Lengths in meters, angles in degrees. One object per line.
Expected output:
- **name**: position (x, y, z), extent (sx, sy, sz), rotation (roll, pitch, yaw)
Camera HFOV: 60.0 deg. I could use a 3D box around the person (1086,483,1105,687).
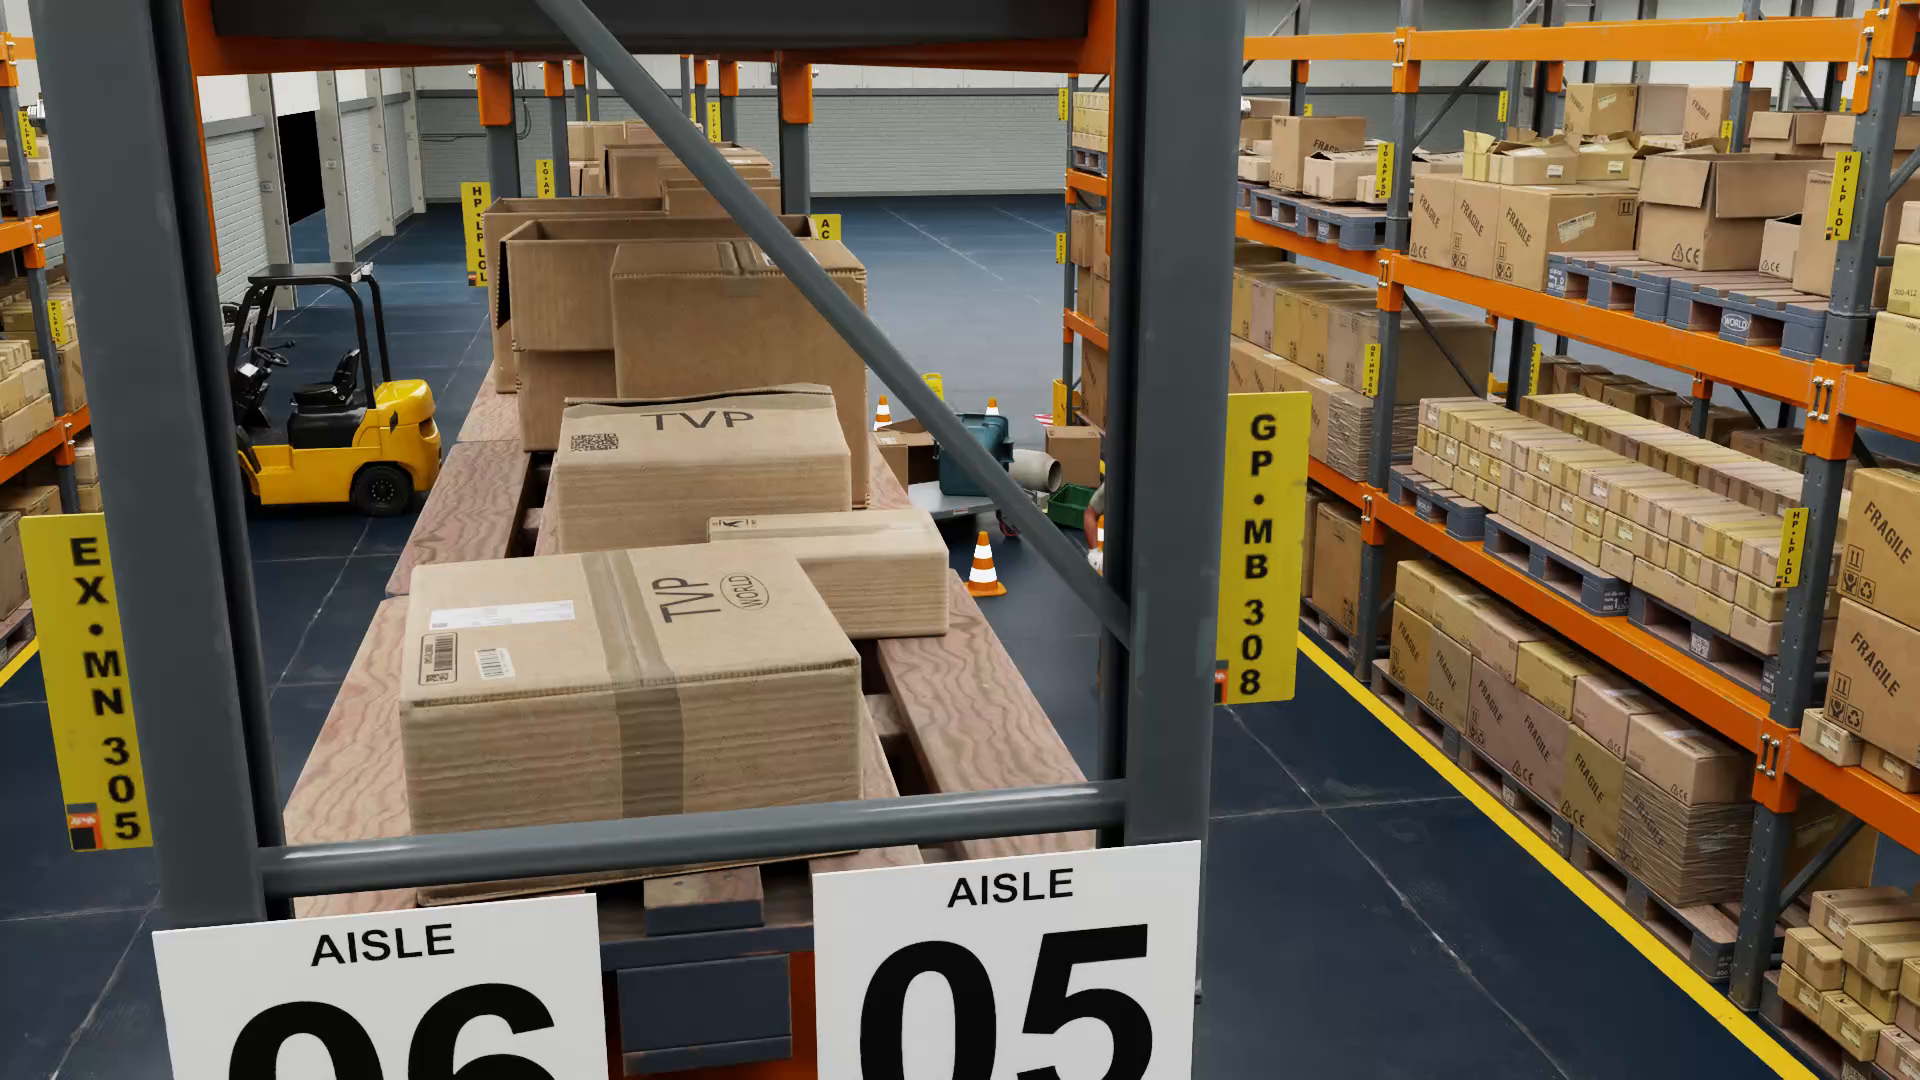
- **person**: position (1.130, 0.281, 10.535), extent (0.645, 1.507, 0.683), rotation (-4, 17, -14)
